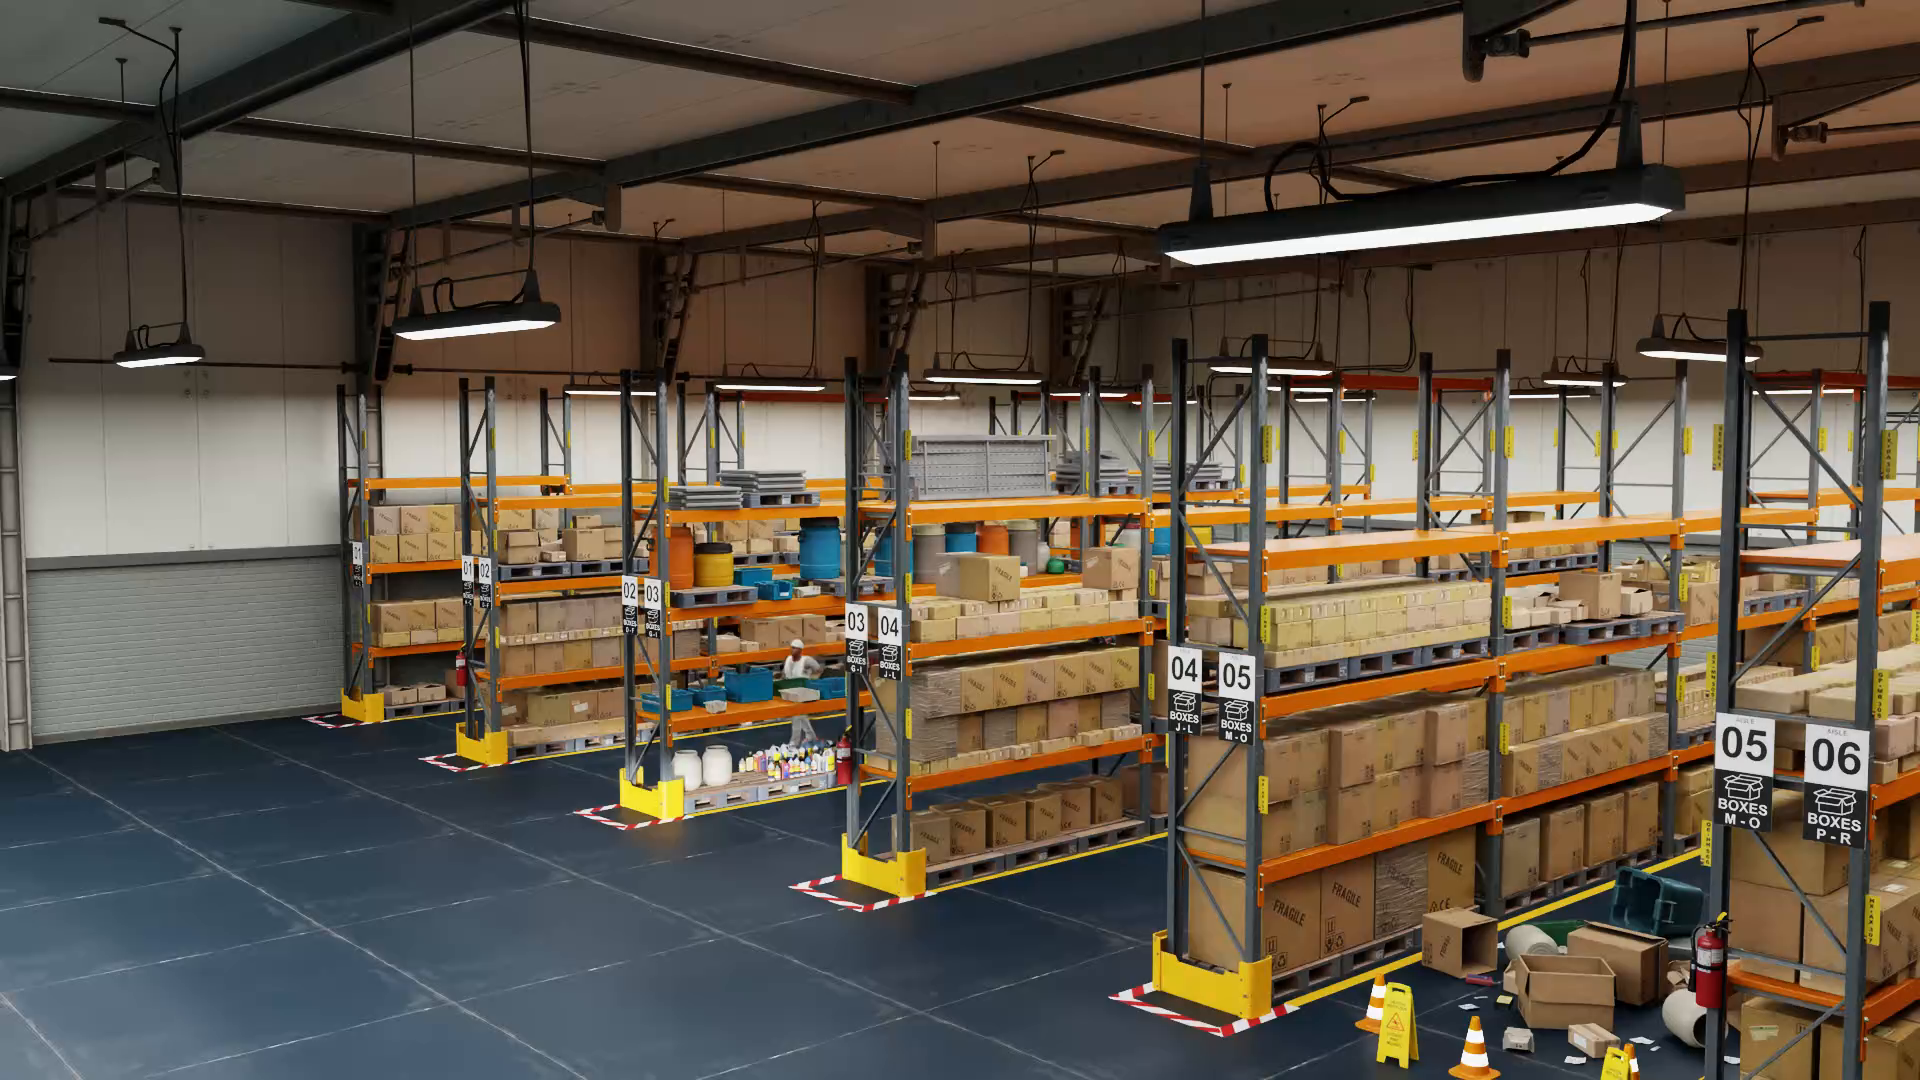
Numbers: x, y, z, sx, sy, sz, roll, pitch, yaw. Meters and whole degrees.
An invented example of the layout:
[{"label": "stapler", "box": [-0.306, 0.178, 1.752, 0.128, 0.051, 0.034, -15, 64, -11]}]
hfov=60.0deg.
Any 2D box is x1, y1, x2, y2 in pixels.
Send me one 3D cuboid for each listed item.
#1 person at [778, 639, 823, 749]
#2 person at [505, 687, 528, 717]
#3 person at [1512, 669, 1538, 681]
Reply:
[{"label": "person", "box": [-2.589, 2.510, 26.848, 0.704, 1.837, 0.830, 3, 5, 40]}, {"label": "person", "box": [-7.596, 2.511, 28.243, 0.503, 1.644, 0.710, 3, 5, 34]}, {"label": "person", "box": [8.534, 2.645, 25.041, 0.941, 1.831, 0.740, -3, 5, -38]}]
